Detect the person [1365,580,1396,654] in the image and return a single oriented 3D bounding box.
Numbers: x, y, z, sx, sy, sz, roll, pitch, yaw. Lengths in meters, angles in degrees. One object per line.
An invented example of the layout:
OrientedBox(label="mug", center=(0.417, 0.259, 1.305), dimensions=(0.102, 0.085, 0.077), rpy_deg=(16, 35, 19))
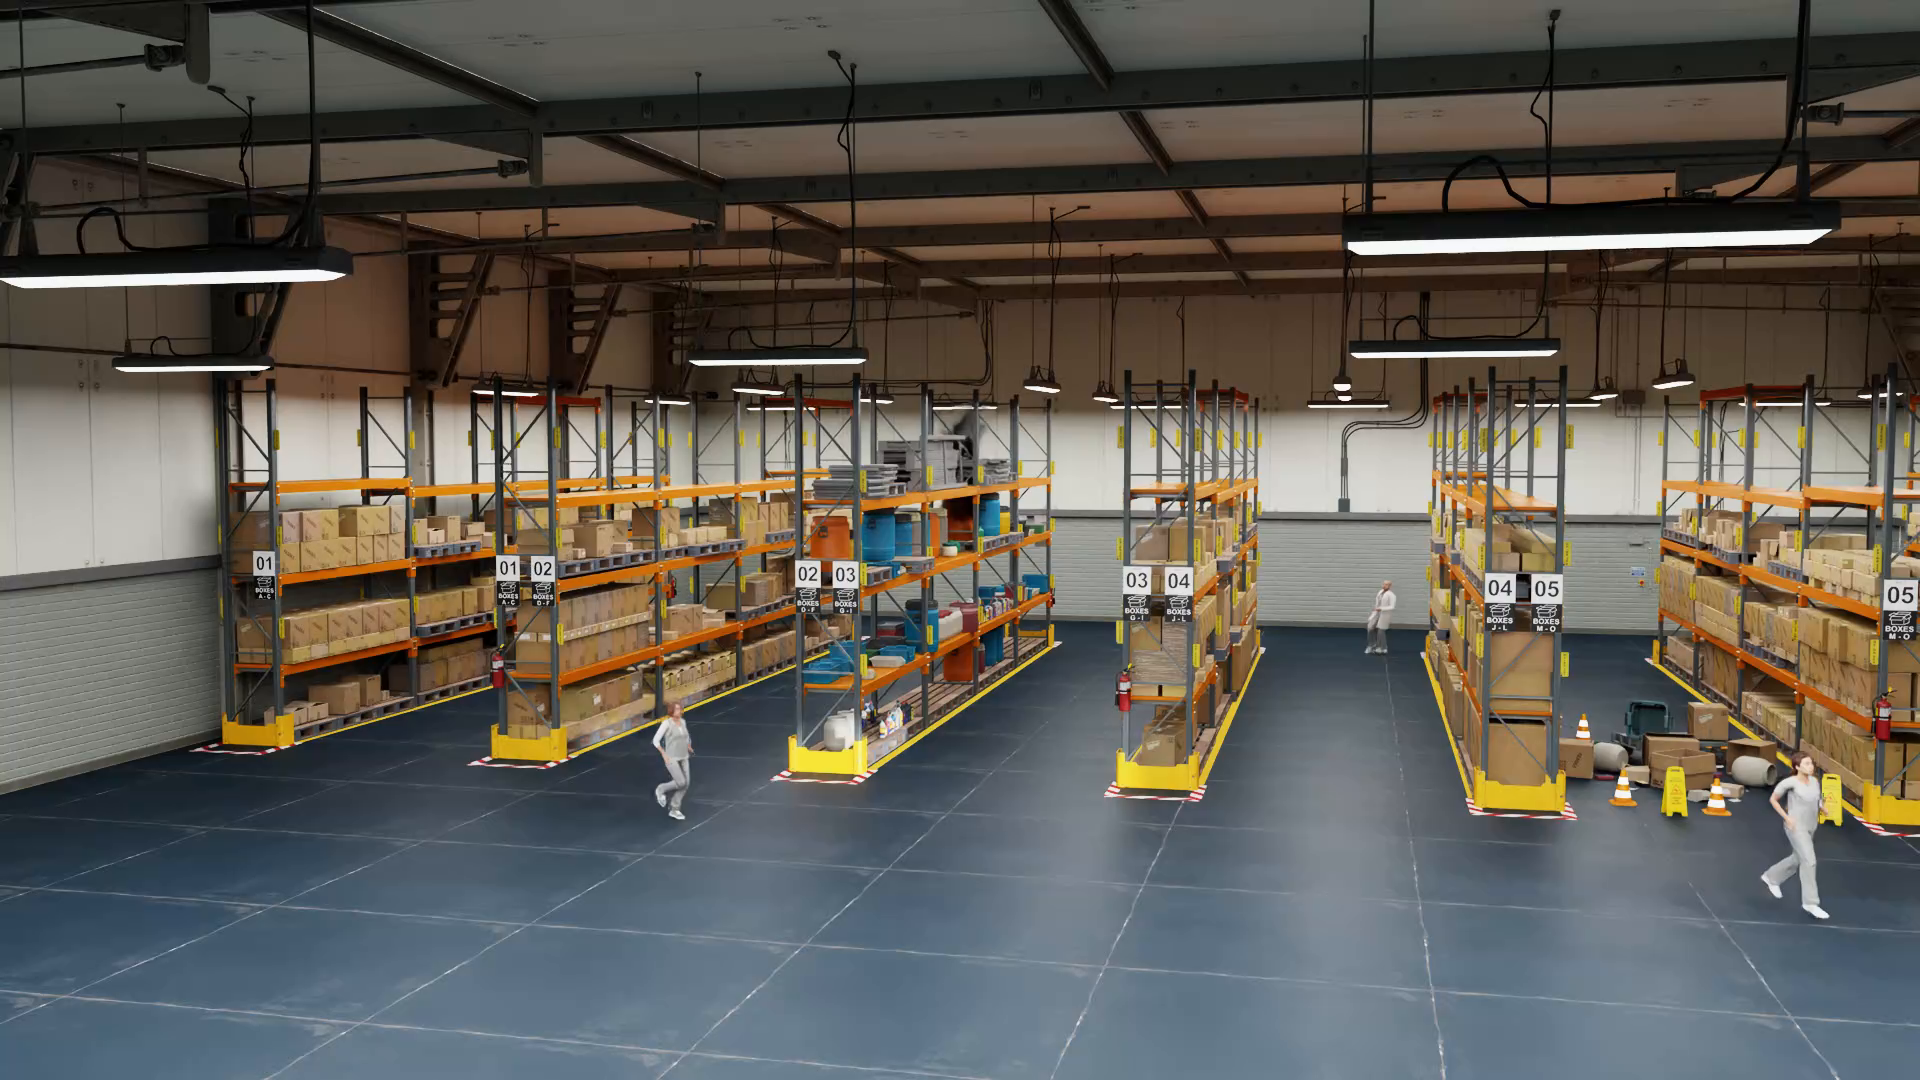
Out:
OrientedBox(label="person", center=(9.834, 1.798, 38.698), dimensions=(0.722, 1.732, 0.689), rpy_deg=(-3, 4, -40))

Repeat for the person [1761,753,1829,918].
OrientedBox(label="person", center=(8.913, 3.083, 17.691), dimensions=(0.559, 1.682, 0.874), rpy_deg=(-2, 4, -25))

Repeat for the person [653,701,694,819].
OrientedBox(label="person", center=(-3.777, 2.920, 22.049), dimensions=(0.542, 1.544, 0.545), rpy_deg=(3, 4, 39))
